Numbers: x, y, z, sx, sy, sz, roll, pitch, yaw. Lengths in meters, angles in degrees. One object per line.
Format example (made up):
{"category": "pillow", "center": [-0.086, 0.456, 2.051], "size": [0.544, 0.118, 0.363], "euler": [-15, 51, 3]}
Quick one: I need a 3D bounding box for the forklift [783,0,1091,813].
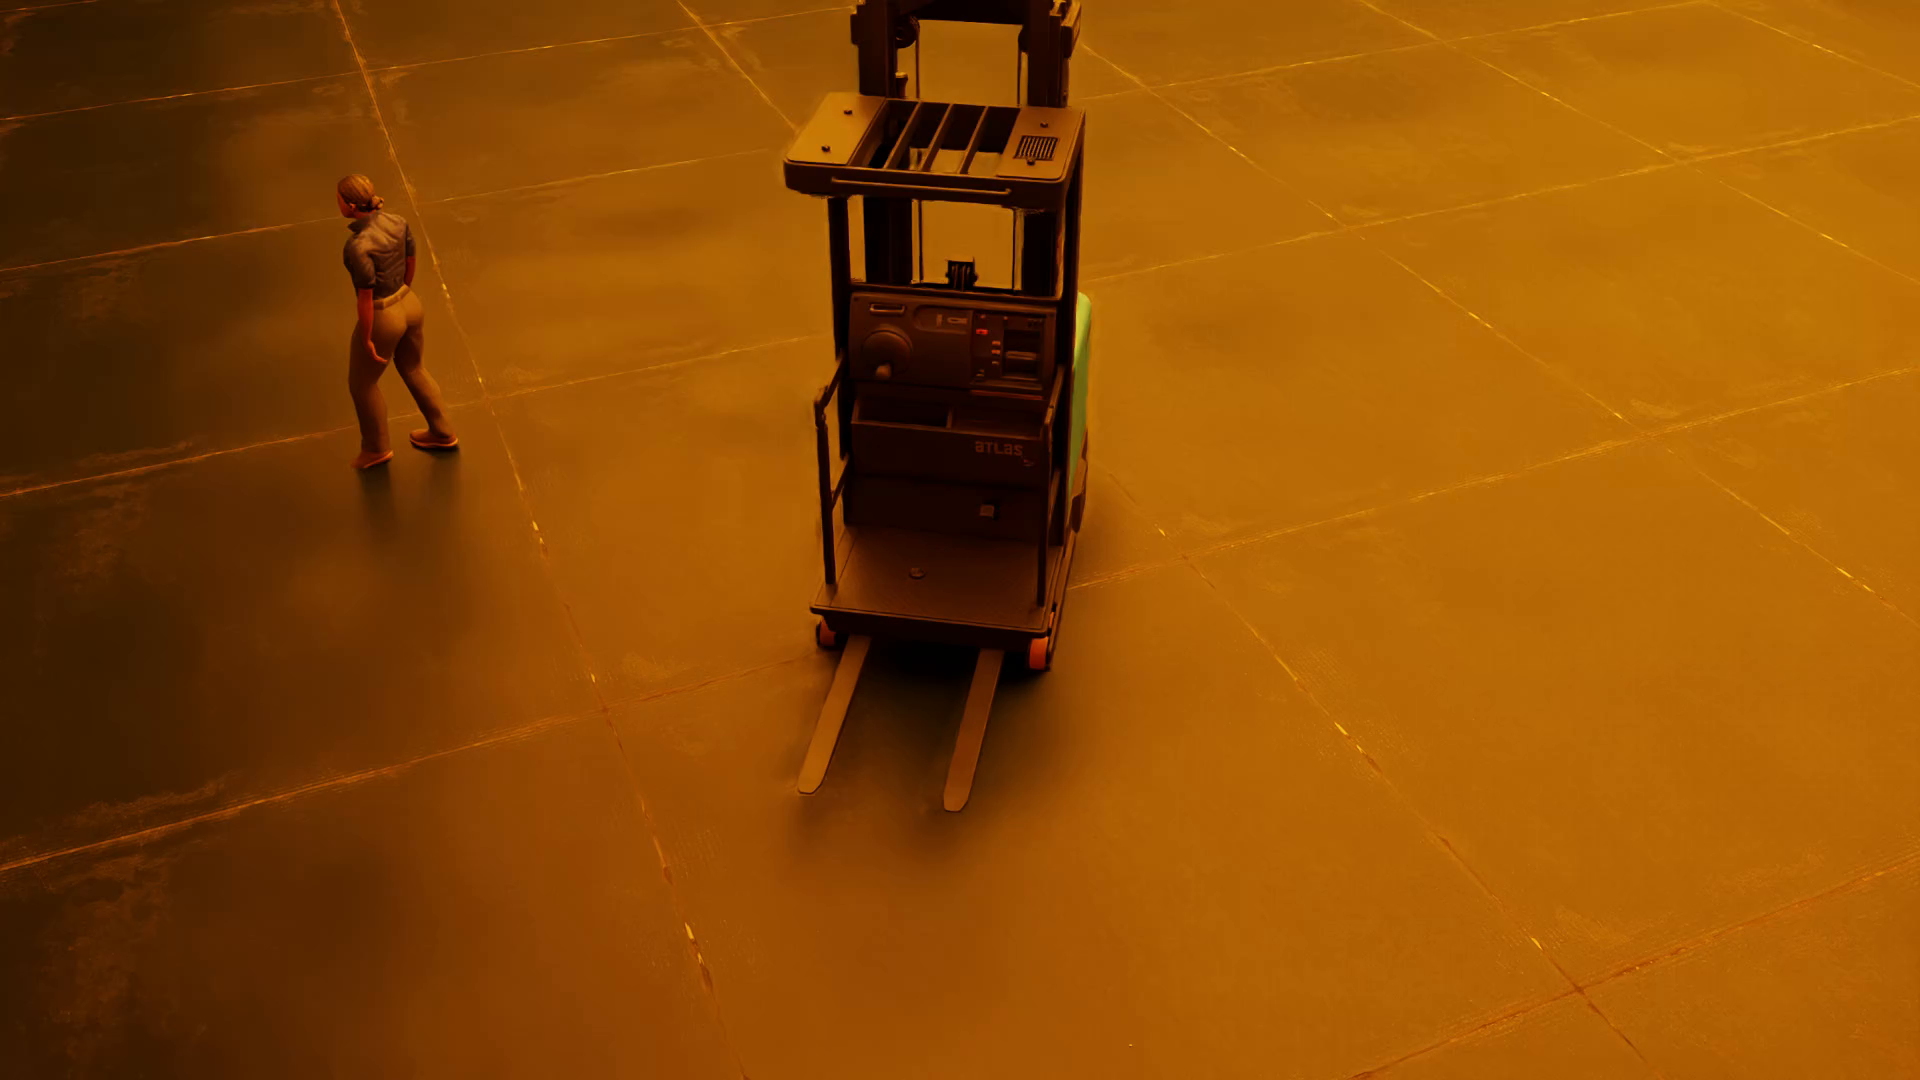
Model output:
{"category": "forklift", "center": [-0.071, -0.813, 7.242], "size": [1.130, 2.935, 3.031], "euler": [6, 36, 8]}

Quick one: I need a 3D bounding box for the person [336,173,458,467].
{"category": "person", "center": [-3.106, -1.166, 8.899], "size": [0.517, 1.698, 0.546], "euler": [11, 37, 15]}
